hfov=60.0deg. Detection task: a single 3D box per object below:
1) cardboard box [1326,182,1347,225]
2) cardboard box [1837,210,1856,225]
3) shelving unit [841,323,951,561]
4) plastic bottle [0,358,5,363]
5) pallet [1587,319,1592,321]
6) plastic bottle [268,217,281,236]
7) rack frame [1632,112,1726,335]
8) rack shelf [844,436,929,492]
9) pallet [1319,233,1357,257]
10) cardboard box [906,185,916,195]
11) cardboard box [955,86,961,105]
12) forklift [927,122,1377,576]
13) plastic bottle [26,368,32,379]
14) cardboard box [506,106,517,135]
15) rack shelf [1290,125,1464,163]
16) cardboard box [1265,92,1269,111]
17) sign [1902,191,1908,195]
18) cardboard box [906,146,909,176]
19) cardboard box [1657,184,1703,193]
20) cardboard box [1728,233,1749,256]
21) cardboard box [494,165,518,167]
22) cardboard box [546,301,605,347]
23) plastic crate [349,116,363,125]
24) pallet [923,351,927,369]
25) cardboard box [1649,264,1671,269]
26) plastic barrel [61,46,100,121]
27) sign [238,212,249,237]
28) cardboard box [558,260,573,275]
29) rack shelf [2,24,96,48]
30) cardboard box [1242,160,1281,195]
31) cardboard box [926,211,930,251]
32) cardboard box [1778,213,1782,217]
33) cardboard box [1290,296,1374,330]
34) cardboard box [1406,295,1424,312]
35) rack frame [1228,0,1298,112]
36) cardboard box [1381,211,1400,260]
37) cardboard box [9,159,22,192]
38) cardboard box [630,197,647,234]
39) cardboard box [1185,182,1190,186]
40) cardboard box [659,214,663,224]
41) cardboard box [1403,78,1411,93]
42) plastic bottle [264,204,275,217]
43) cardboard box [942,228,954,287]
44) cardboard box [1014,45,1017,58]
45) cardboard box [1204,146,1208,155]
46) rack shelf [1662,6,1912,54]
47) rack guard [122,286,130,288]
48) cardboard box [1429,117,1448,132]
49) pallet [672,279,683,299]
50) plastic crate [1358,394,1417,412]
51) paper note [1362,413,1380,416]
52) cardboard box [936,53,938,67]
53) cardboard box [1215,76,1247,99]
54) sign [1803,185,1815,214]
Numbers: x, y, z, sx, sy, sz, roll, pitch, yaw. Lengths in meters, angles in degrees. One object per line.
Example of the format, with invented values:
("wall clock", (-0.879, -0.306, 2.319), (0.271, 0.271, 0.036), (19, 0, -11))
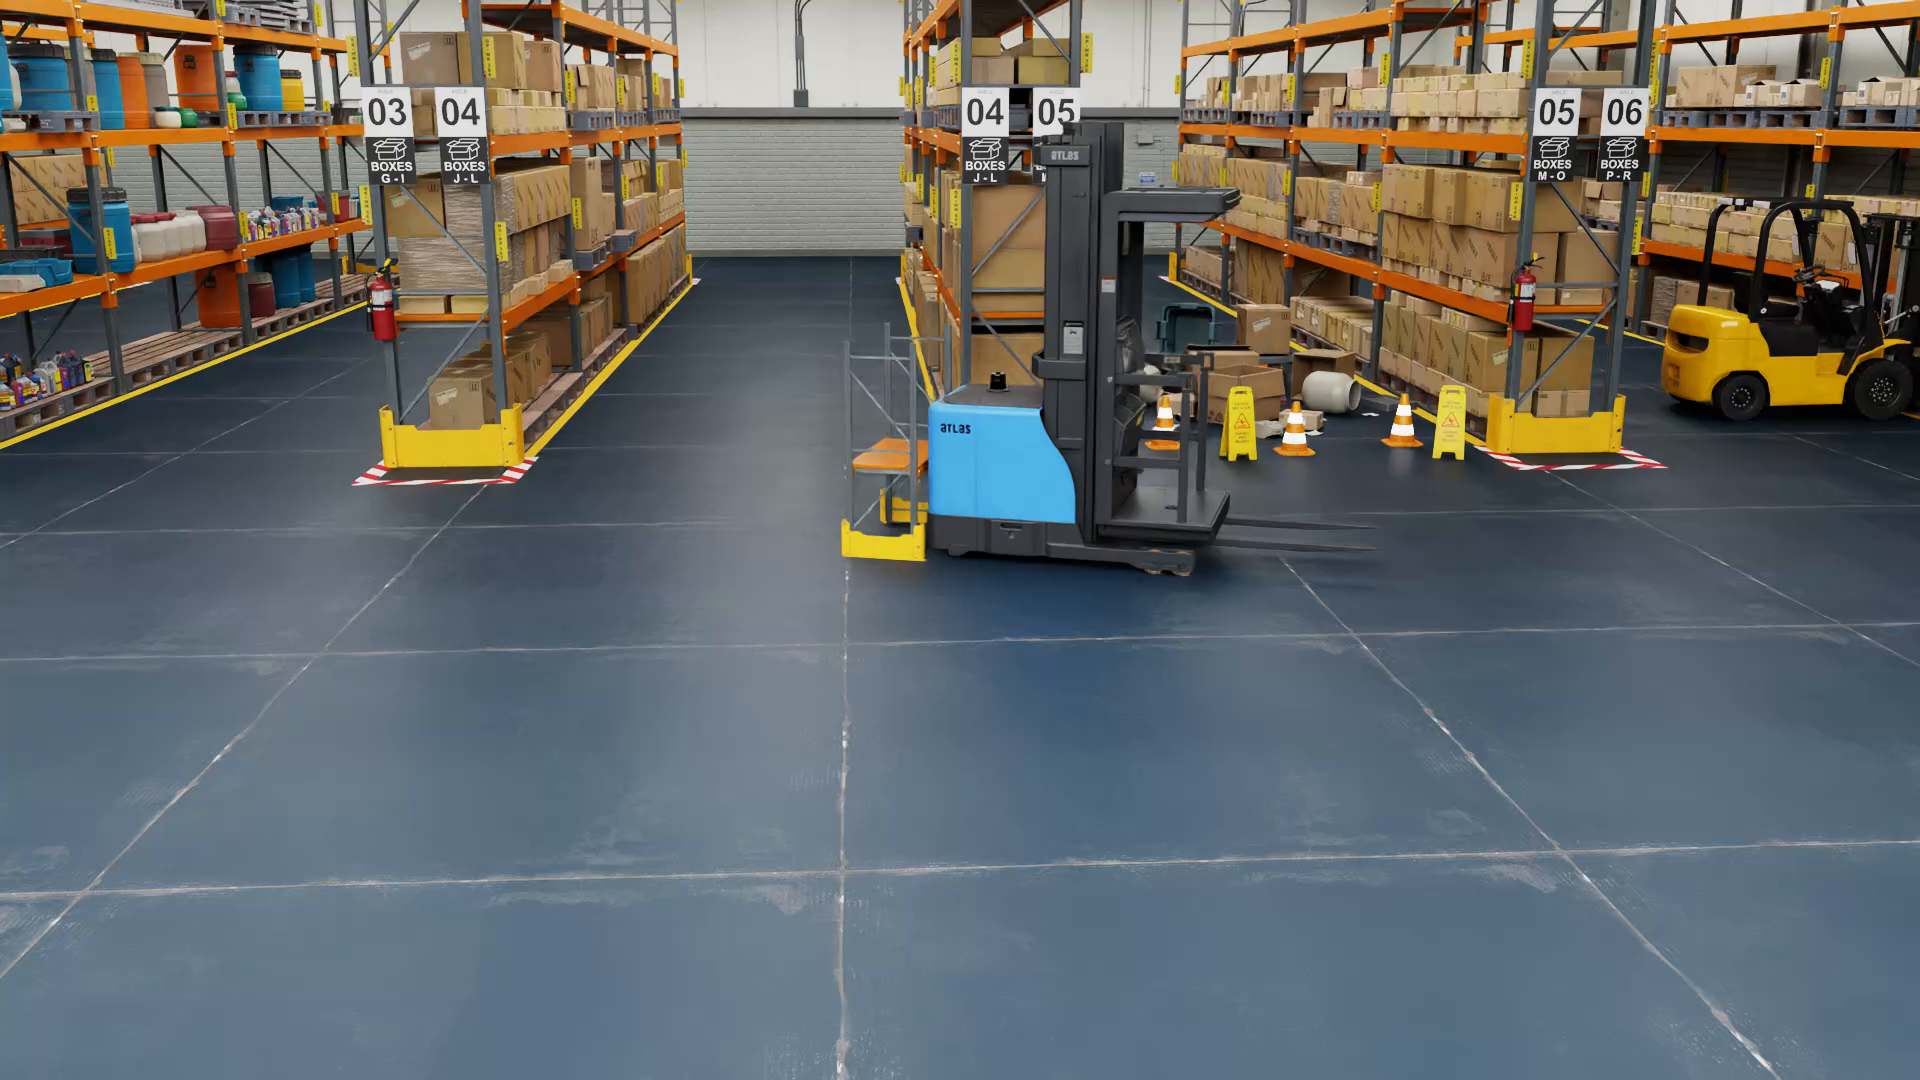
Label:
("cardboard box", (4.847, -4.151, 20.498), (0.500, 0.500, 0.500), (-1, 14, -6))
("cardboard box", (9.924, -3.554, 18.317), (0.380, 0.149, 0.250), (-1, 14, -2))
("shelving unit", (-0.422, -0.727, 11.841), (0.587, 1.500, 1.083), (3, 15, 13))
("plastic bottle", (-10.009, -1.760, 17.430), (0.152, 0.276, 0.135), (0, 14, -1))
("pallet", (9.821, -3.472, 25.098), (1.003, 0.211, 1.213), (-1, 14, -3))
("plastic bottle", (-9.677, -4.424, 23.451), (0.152, 0.276, 0.135), (-1, 14, -3))
("rack frame", (9.902, -4.334, 22.851), (1.000, 3.000, 0.127), (-1, 14, -3))
("rack shelf", (-0.424, -0.550, 11.877), (0.538, 0.185, 1.000), (3, 15, 13))
("pallet", (5.111, -3.672, 20.662), (1.003, 0.211, 1.213), (-1, 14, -3))
("cardboard box", (-0.603, -5.155, 24.511), (0.380, 0.149, 0.250), (-1, 14, -4))
("cardboard box", (0.150, -3.825, 14.315), (0.380, 0.149, 0.250), (-1, 14, -4))
("forklift", (1.344, -1.325, 11.292), (3.031, 2.935, 1.130), (4, 15, 15))
("plastic bottle", (-9.380, -1.604, 16.807), (0.061, 0.283, 0.133), (-1, 14, -3))
("cardboard box", (-4.258, -3.746, 14.846), (0.500, 0.250, 0.500), (-1, 14, -5))
("rack shelf", (5.072, -4.863, 20.332), (1.077, 0.370, 4.000), (-1, 14, -3))
("cardboard box", (4.513, -6.184, 23.450), (0.396, 0.266, 0.258), (-1, 14, -5))
("sign", (10.703, -3.806, 18.901), (0.100, 0.325, 0.005), (-1, 14, -3))
("cardboard box", (-0.637, -6.324, 27.779), (0.500, 0.500, 0.500), (-1, 14, -5))
("cardboard box", (10.026, -4.716, 23.293), (0.500, 0.500, 0.500), (0, 14, -1))
("cardboard box", (9.820, -3.637, 20.442), (0.500, 0.250, 0.500), (-1, 14, -3))
("cardboard box", (-4.921, -3.669, 17.464), (0.500, 0.500, 0.500), (-1, 14, -3))
("cardboard box", (-4.793, -2.661, 20.482), (0.700, 0.500, 0.500), (0, 14, 1))
("plastic crate", (-10.007, -6.831, 27.067), (0.437, 0.136, 0.530), (-1, 14, -3))
("pallet", (0.060, -2.304, 20.559), (1.003, 0.211, 1.213), (-1, 14, -3))
("cardboard box", (10.095, -3.902, 24.046), (0.380, 0.149, 0.250), (-1, 14, -3))
("plastic barrel", (-9.928, -5.013, 18.465), (0.600, 0.901, 0.600), (0, 14, 0))
("sign", (-9.338, -4.116, 21.677), (0.100, 0.325, 0.005), (-1, 14, -3))
("cardboard box", (-4.389, -2.938, 17.929), (0.380, 0.149, 0.250), (-1, 14, -3))
("rack shelf", (-15.203, -7.999, 26.506), (1.077, 0.370, 4.000), (-1, 14, -3))
("cardboard box", (4.528, -5.419, 24.861), (0.500, 0.500, 0.500), (-1, 14, -5))
("cardboard box", (-0.163, -3.836, 20.713), (0.500, 0.500, 0.500), (-1, 14, -3))
("cardboard box", (9.910, -3.909, 19.696), (0.380, 0.149, 0.250), (-1, 14, -3))
("cardboard box", (4.973, -3.046, 22.277), (0.950, 0.372, 0.625), (-2, 15, -7))
("cardboard box", (4.944, -2.500, 17.591), (0.380, 0.149, 0.250), (0, 14, -1))
("rack frame", (4.700, -8.156, 25.668), (1.000, 3.000, 0.127), (-1, 14, -3))
("cardboard box", (4.945, -3.340, 18.191), (0.500, 0.500, 0.500), (-1, 14, -4))
("cardboard box", (-14.827, -5.600, 25.565), (0.500, 0.500, 0.500), (-1, 14, -2))
("cardboard box", (-4.800, -4.657, 23.905), (0.500, 0.500, 0.500), (-1, 14, -3))
("cardboard box", (4.254, -6.045, 29.301), (0.500, 0.500, 0.500), (-1, 14, -4))
("cardboard box", (-4.877, -5.055, 26.158), (0.380, 0.149, 0.250), (-1, 14, -3))
("cardboard box", (4.934, -4.831, 17.667), (0.380, 0.149, 0.250), (0, 14, -2))
("plastic bottle", (-10.434, -4.895, 25.131), (0.144, 0.351, 0.185), (-1, 14, -3))
("cardboard box", (0.269, -2.868, 16.854), (0.875, 0.550, 0.550), (-1, 14, -3))
("cardboard box", (0.712, -4.602, 15.733), (0.380, 0.149, 0.250), (-1, 14, -3))
("cardboard box", (4.317, -6.549, 27.952), (0.380, 0.149, 0.250), (-1, 14, -3))
("rack shelf", (10.026, -6.200, 20.309), (1.077, 0.370, 4.000), (-1, 14, -3))
("rack guard", (-15.322, -4.711, 29.335), (1.175, 0.500, 0.348), (-1, 14, -3))
("cardboard box", (4.962, -4.189, 16.773), (0.380, 0.149, 0.250), (-1, 14, -5))
("pallet", (-5.239, -4.242, 28.090), (1.003, 0.211, 1.213), (-1, 14, -3))
("plastic crate", (4.474, -1.444, 17.480), (0.402, 0.080, 0.583), (-6, 16, -23))
("paper note", (4.192, -1.286, 16.965), (0.142, 0.019, 0.148), (-6, 16, -23))
("cardboard box", (-0.055, -5.033, 17.409), (0.380, 0.149, 0.250), (-1, 14, -3))
("cardboard box", (4.584, -7.340, 27.266), (0.797, 0.503, 0.637), (0, 14, 1))
("sign", (9.608, -3.851, 18.808), (0.100, 0.325, 0.005), (-1, 14, -3))
